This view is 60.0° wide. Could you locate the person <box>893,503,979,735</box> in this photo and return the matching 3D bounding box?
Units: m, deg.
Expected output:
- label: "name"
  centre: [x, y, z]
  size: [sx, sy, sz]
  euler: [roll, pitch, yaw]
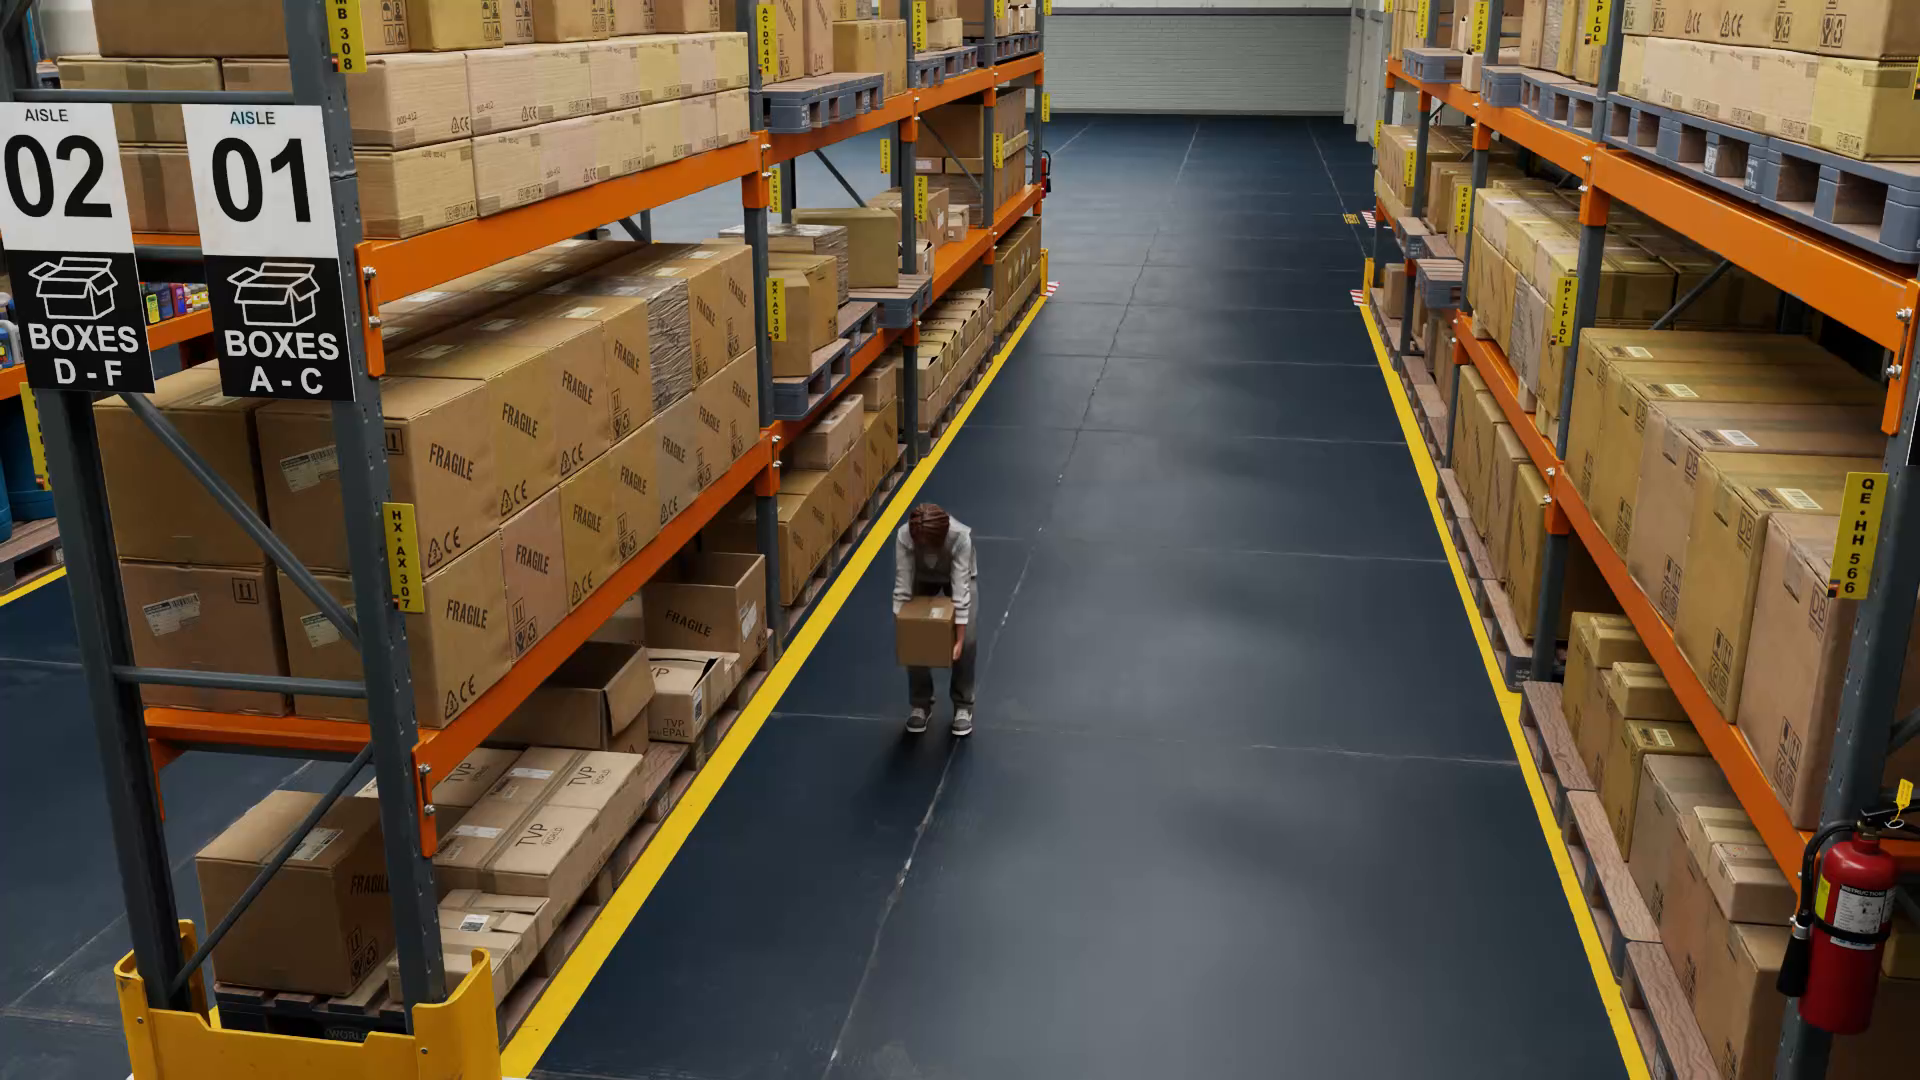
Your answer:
- label: "person"
  centre: [-0.121, 0.374, 7.949]
  size: [0.385, 1.278, 0.780]
  euler: [2, 18, 7]
